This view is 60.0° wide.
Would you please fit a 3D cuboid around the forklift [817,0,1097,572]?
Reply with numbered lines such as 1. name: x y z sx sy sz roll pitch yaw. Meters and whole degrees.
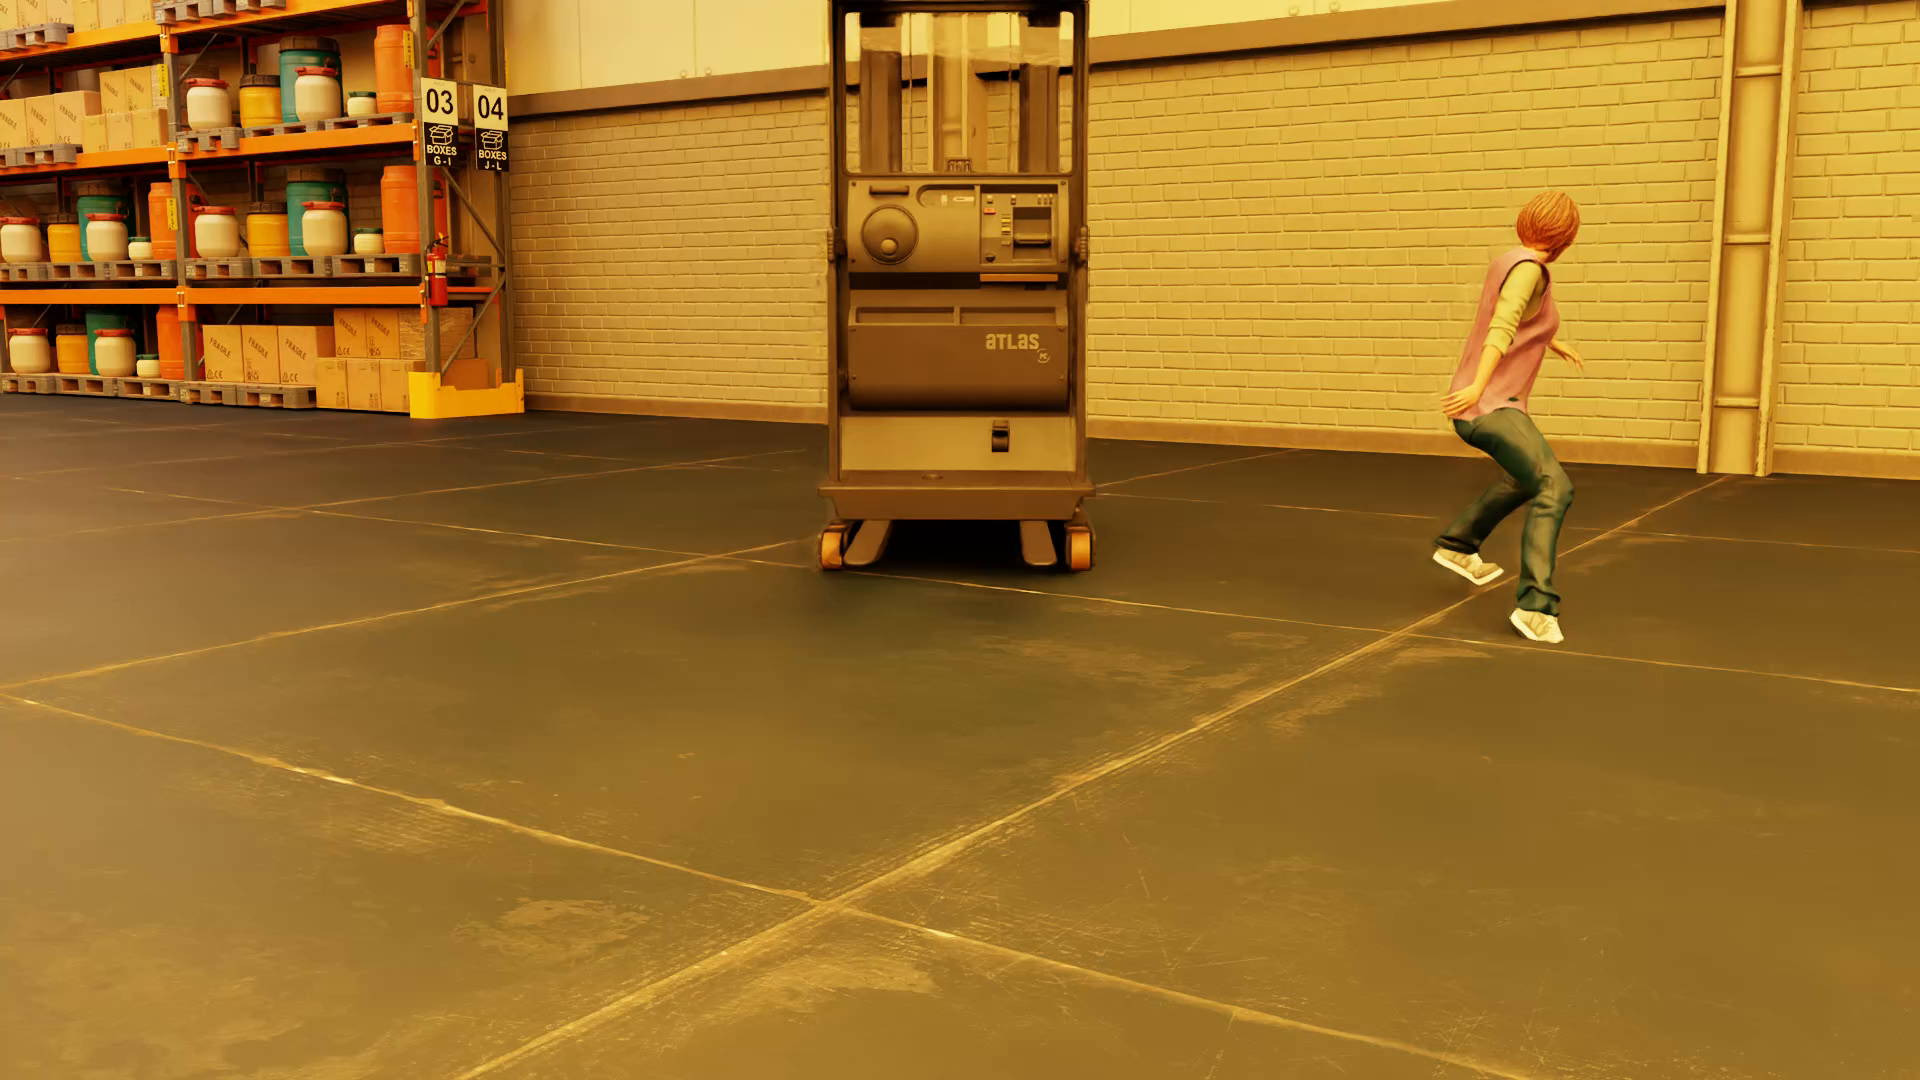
1. forklift: -0.009 -1.365 6.793 1.130 2.935 3.031 0 8 1

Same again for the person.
1. person: 1.864 -0.408 5.657 0.498 1.522 0.984 3 9 18
